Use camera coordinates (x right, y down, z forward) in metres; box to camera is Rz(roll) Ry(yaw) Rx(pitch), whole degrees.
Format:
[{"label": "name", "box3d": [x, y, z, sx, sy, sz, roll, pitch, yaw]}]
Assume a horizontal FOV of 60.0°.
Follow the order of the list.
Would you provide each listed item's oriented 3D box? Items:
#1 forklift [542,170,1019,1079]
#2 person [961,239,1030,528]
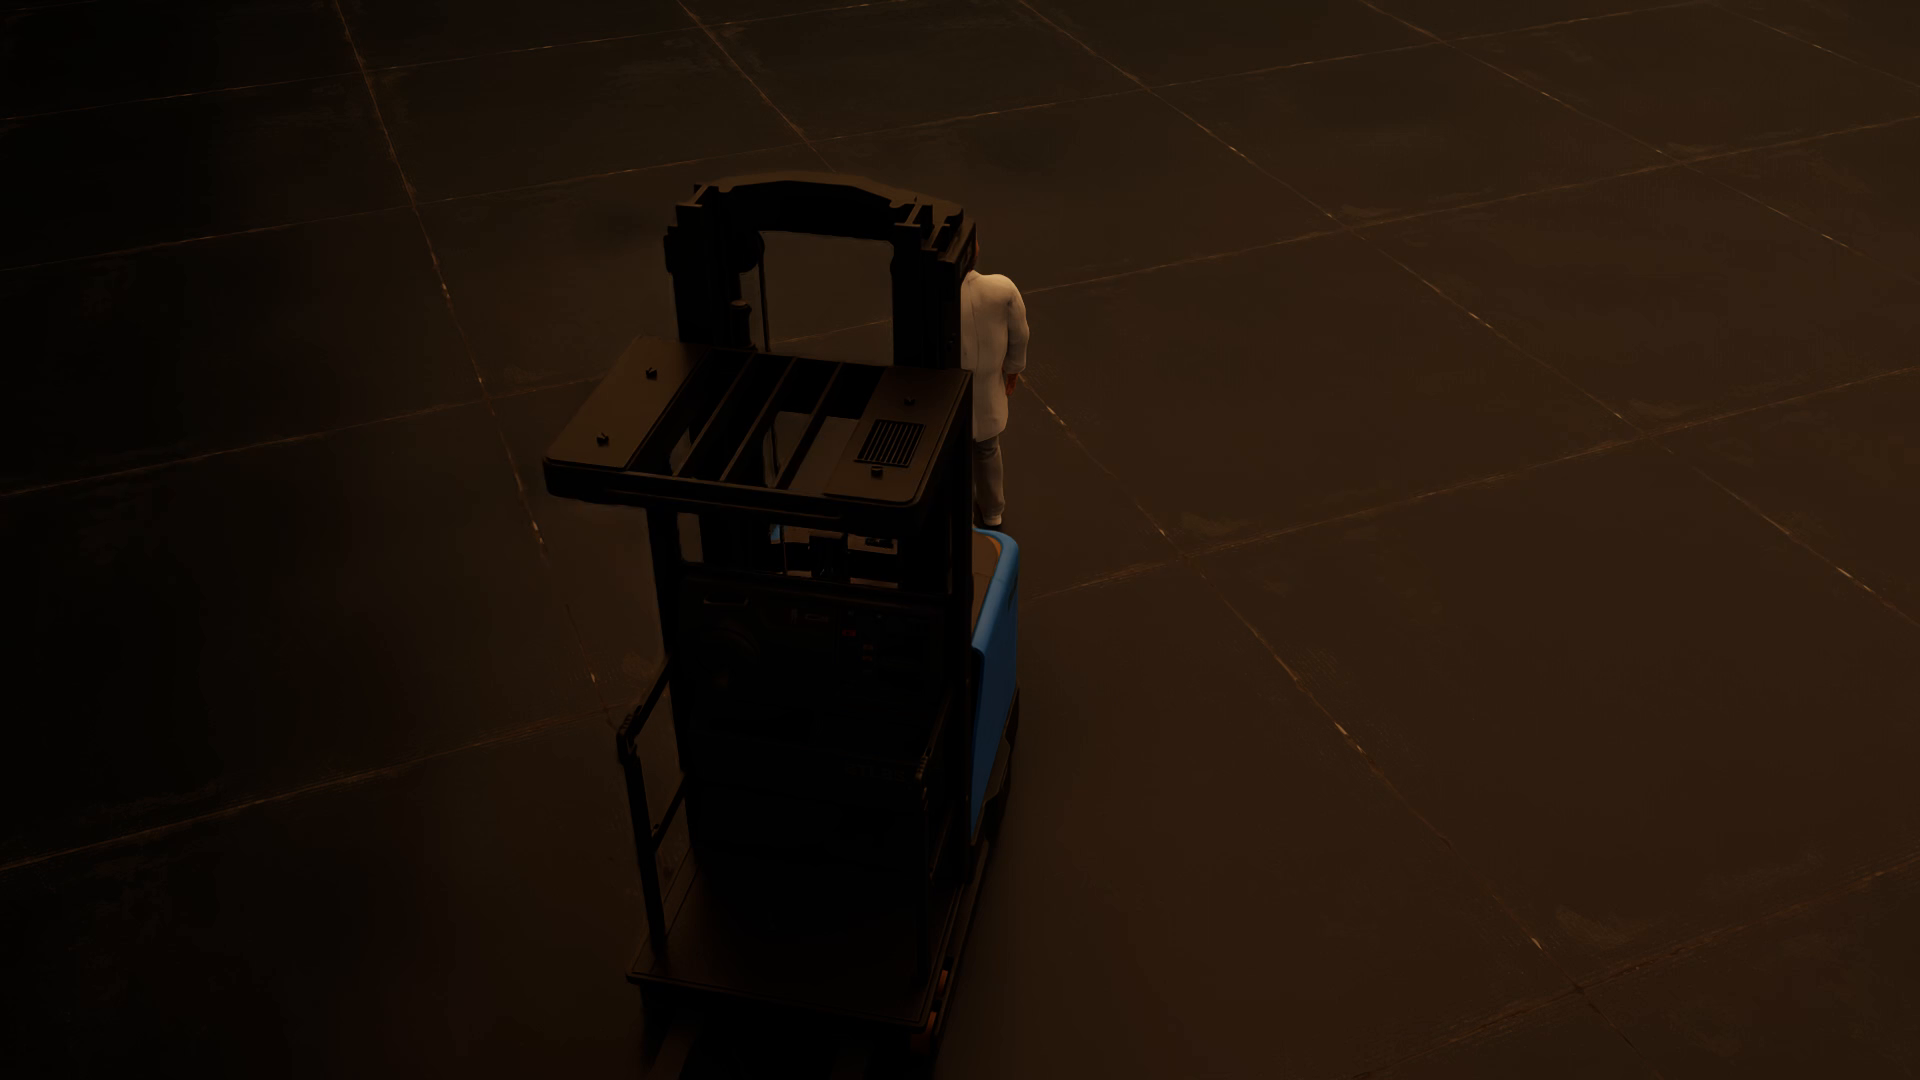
[{"label": "forklift", "box3d": [-0.554, 0.427, 5.499, 1.130, 2.935, 3.031, 7, 36, 10]}, {"label": "person", "box3d": [-0.031, -0.779, 8.178, 0.694, 1.775, 0.581, -14, 38, -19]}]
